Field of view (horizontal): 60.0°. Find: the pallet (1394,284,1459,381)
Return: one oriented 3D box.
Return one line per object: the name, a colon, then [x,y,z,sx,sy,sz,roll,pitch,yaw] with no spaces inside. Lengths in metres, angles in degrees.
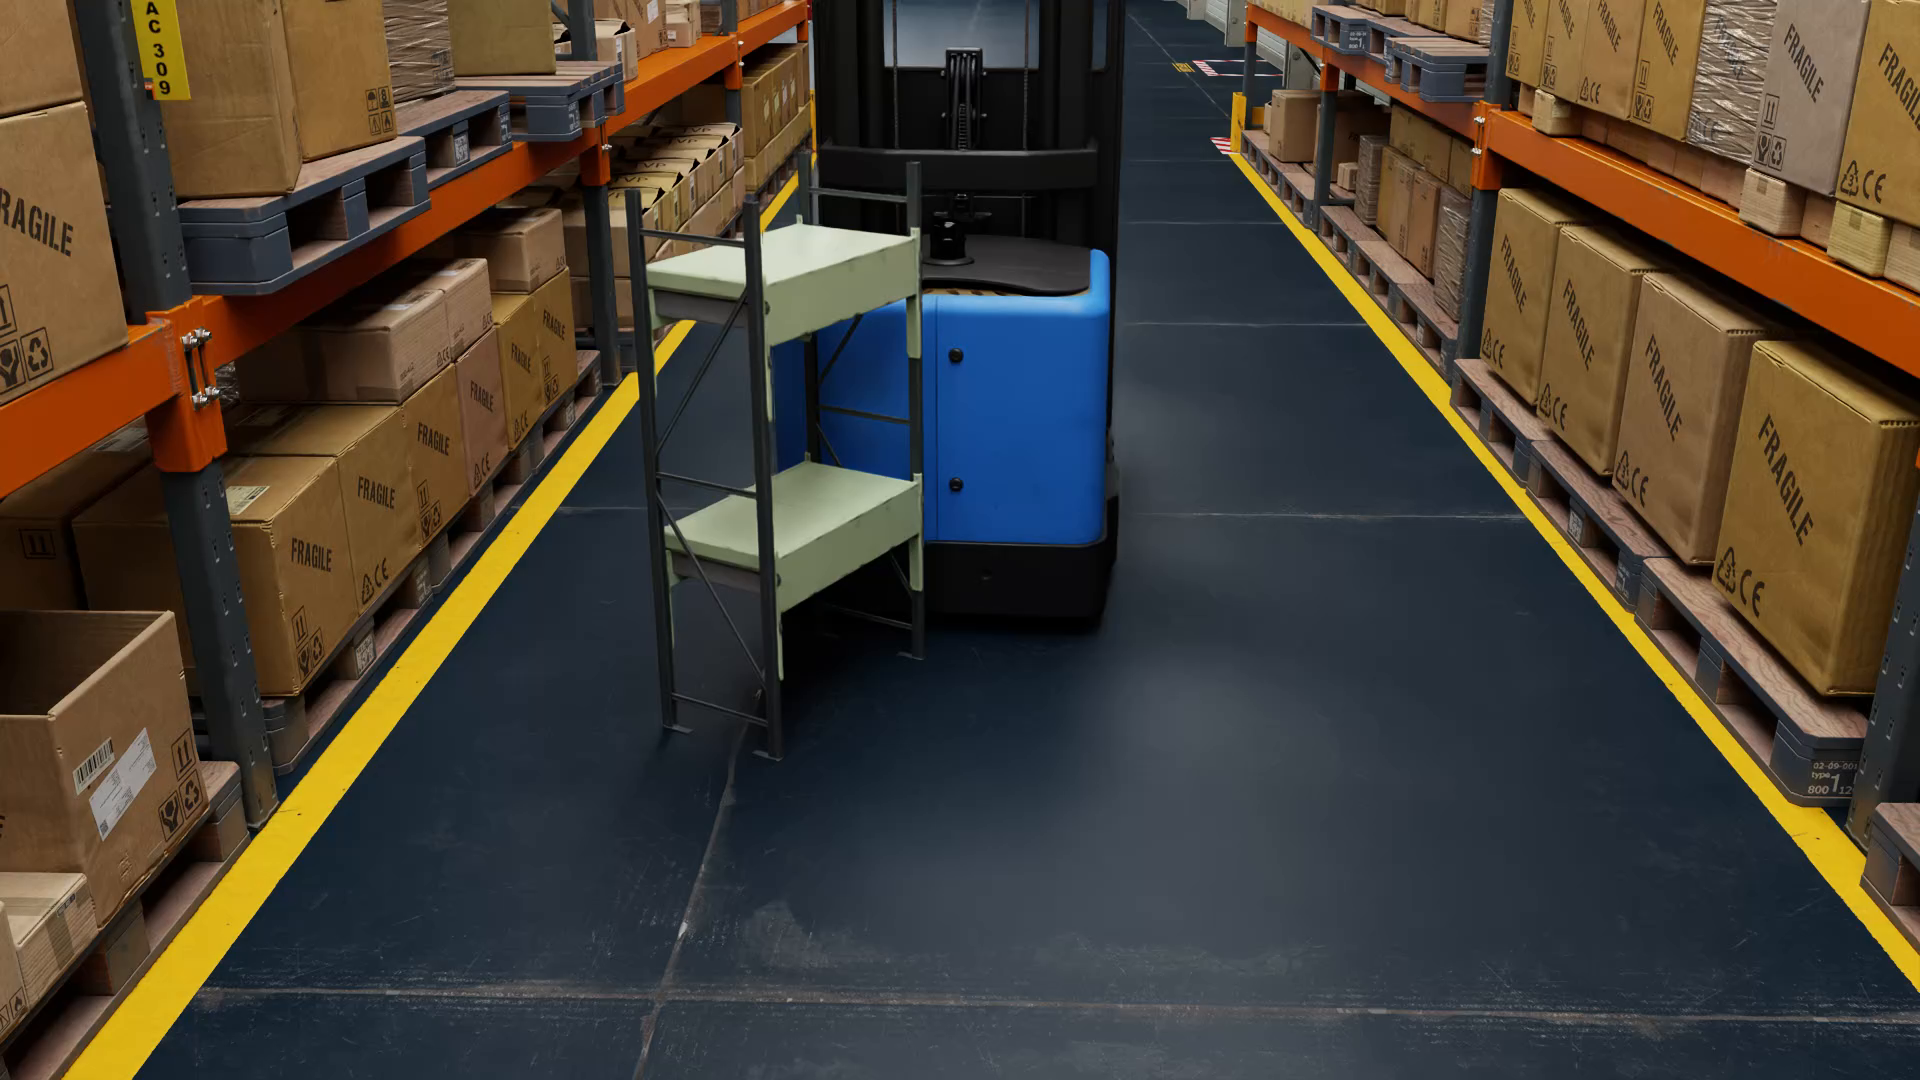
pallet: [2.853,-1.073,8.502,1.003,0.211,1.213,1,21,2]

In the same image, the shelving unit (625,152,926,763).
shelving unit: [-0.469,-0.252,4.604,0.431,1.500,0.755,12,24,28]

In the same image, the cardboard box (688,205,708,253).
cardboard box: [-1.774,-1.799,9.739,0.500,0.250,0.500,1,21,3]

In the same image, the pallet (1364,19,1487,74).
pallet: [2.847,-2.717,9.150,1.003,0.211,1.213,1,21,2]

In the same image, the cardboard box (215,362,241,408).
cardboard box: [-2.478,-0.279,5.448,0.500,0.500,0.500,1,21,2]

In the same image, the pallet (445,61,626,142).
pallet: [-2.074,-1.808,6.808,1.213,0.211,1.003,1,21,2]

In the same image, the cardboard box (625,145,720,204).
cardboard box: [-1.755,-2.247,10.119,0.500,0.311,0.500,1,21,1]

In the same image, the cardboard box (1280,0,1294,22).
cardboard box: [2.684,-4.013,12.404,0.500,0.250,0.500,1,21,1]

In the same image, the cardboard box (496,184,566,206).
cardboard box: [-2.345,-1.699,8.706,0.500,0.311,0.500,0,21,1]

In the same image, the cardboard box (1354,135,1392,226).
cardboard box: [2.943,-2.310,10.683,0.700,0.500,0.500,1,21,3]

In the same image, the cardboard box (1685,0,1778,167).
cardboard box: [2.497,-1.375,4.848,0.500,0.500,0.500,1,21,2]

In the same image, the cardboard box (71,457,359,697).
cardboard box: [-1.987,0.091,4.496,0.500,0.500,0.500,0,21,-1]

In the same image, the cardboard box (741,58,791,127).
cardboard box: [-1.632,-3.560,13.241,0.500,0.500,0.500,1,21,2]

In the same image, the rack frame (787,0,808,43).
rack frame: [-1.881,-5.036,14.861,1.000,3.000,0.127,1,21,2]

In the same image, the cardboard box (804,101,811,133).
cardboard box: [-1.602,-3.753,14.775,0.500,0.250,0.500,1,21,2]

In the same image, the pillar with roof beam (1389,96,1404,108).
pillar with roof beam: [-0.389,-7.565,13.085,9.100,9.000,0.400,1,21,2]

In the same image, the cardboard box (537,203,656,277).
cardboard box: [-1.815,-1.505,8.206,0.500,0.311,0.500,1,21,3]

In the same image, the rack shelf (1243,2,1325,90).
rack shelf: [3.010,-3.924,12.991,1.077,0.370,4.000,1,21,2]

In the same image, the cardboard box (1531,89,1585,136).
cardboard box: [2.477,-1.680,6.531,0.380,0.149,0.250,1,21,3]

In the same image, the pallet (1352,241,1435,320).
pallet: [2.893,-1.513,9.636,1.003,0.211,1.213,1,21,2]

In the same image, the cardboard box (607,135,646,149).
cardboard box: [-2.284,-2.438,10.610,0.500,0.311,0.500,0,21,1]

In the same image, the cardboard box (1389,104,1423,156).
cardboard box: [2.933,-2.500,10.137,0.500,0.250,0.500,0,21,0]

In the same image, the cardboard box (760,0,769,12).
cardboard box: [-1.940,-4.545,13.457,0.700,0.500,0.500,1,21,2]

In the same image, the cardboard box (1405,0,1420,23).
cardboard box: [2.887,-3.164,9.291,0.700,0.500,0.500,4,21,9]

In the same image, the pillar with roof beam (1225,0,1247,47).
pillar with roof beam: [-0.024,-11.903,24.267,9.100,9.000,0.400,1,21,2]

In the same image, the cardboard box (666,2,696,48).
cardboard box: [-1.846,-3.207,10.334,0.396,0.266,0.258,0,21,0]

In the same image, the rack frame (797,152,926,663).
rack frame: [-0.284,-0.366,4.898,0.400,1.500,0.023,12,24,28]

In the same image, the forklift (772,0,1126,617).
forklift: [0.051,-1.615,6.138,1.130,2.935,3.031,2,21,4]

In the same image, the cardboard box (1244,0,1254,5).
cardboard box: [2.739,-4.749,14.302,0.500,0.250,0.500,0,21,0]

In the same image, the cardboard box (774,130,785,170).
cardboard box: [-1.645,-3.029,12.911,0.500,0.250,0.500,1,21,2]

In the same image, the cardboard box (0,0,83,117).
cardboard box: [-2.002,-1.024,3.002,0.500,0.500,0.500,1,21,2]

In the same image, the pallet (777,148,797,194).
pallet: [-1.902,-3.019,13.518,1.003,0.211,1.213,1,21,2]

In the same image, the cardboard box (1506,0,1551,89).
cardboard box: [2.557,-2.112,6.749,0.500,0.500,0.500,1,21,3]

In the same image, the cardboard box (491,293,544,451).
cardboard box: [-1.934,-0.655,6.419,0.500,0.500,0.500,0,21,0]

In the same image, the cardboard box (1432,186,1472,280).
cardboard box: [2.929,-1.576,8.791,0.700,0.500,0.500,1,21,2]

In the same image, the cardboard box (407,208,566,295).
cardboard box: [-1.915,-1.172,6.713,0.500,0.250,0.500,1,21,4]

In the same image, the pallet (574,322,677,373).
pallet: [-2.060,-1.141,8.677,1.003,0.211,1.213,1,21,2]

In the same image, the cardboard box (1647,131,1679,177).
cardboard box: [2.550,-1.311,5.582,0.380,0.149,0.250,1,21,2]

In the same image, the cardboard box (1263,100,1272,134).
cardboard box: [2.960,-3.685,14.489,0.500,0.311,0.500,-2,21,-4]

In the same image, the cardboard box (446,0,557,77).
cardboard box: [-2.030,-2.157,6.723,0.700,0.500,0.500,-7,22,-16]

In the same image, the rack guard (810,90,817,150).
rack guard: [-1.880,-3.879,15.336,1.175,0.500,0.348,1,21,2]

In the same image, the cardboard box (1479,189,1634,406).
cardboard box: [2.674,-1.020,6.901,0.750,0.750,0.750,0,21,1]

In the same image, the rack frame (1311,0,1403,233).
rack frame: [2.949,-3.537,10.997,1.000,3.000,0.127,1,21,2]

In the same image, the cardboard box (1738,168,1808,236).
cardboard box: [2.419,-0.943,4.631,0.380,0.149,0.250,1,21,2]

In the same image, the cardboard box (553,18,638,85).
cardboard box: [-1.903,-2.423,8.251,0.500,0.311,0.500,0,21,1]

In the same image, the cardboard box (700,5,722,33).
cardboard box: [-1.995,-3.797,11.530,0.700,0.500,0.500,0,21,0]
